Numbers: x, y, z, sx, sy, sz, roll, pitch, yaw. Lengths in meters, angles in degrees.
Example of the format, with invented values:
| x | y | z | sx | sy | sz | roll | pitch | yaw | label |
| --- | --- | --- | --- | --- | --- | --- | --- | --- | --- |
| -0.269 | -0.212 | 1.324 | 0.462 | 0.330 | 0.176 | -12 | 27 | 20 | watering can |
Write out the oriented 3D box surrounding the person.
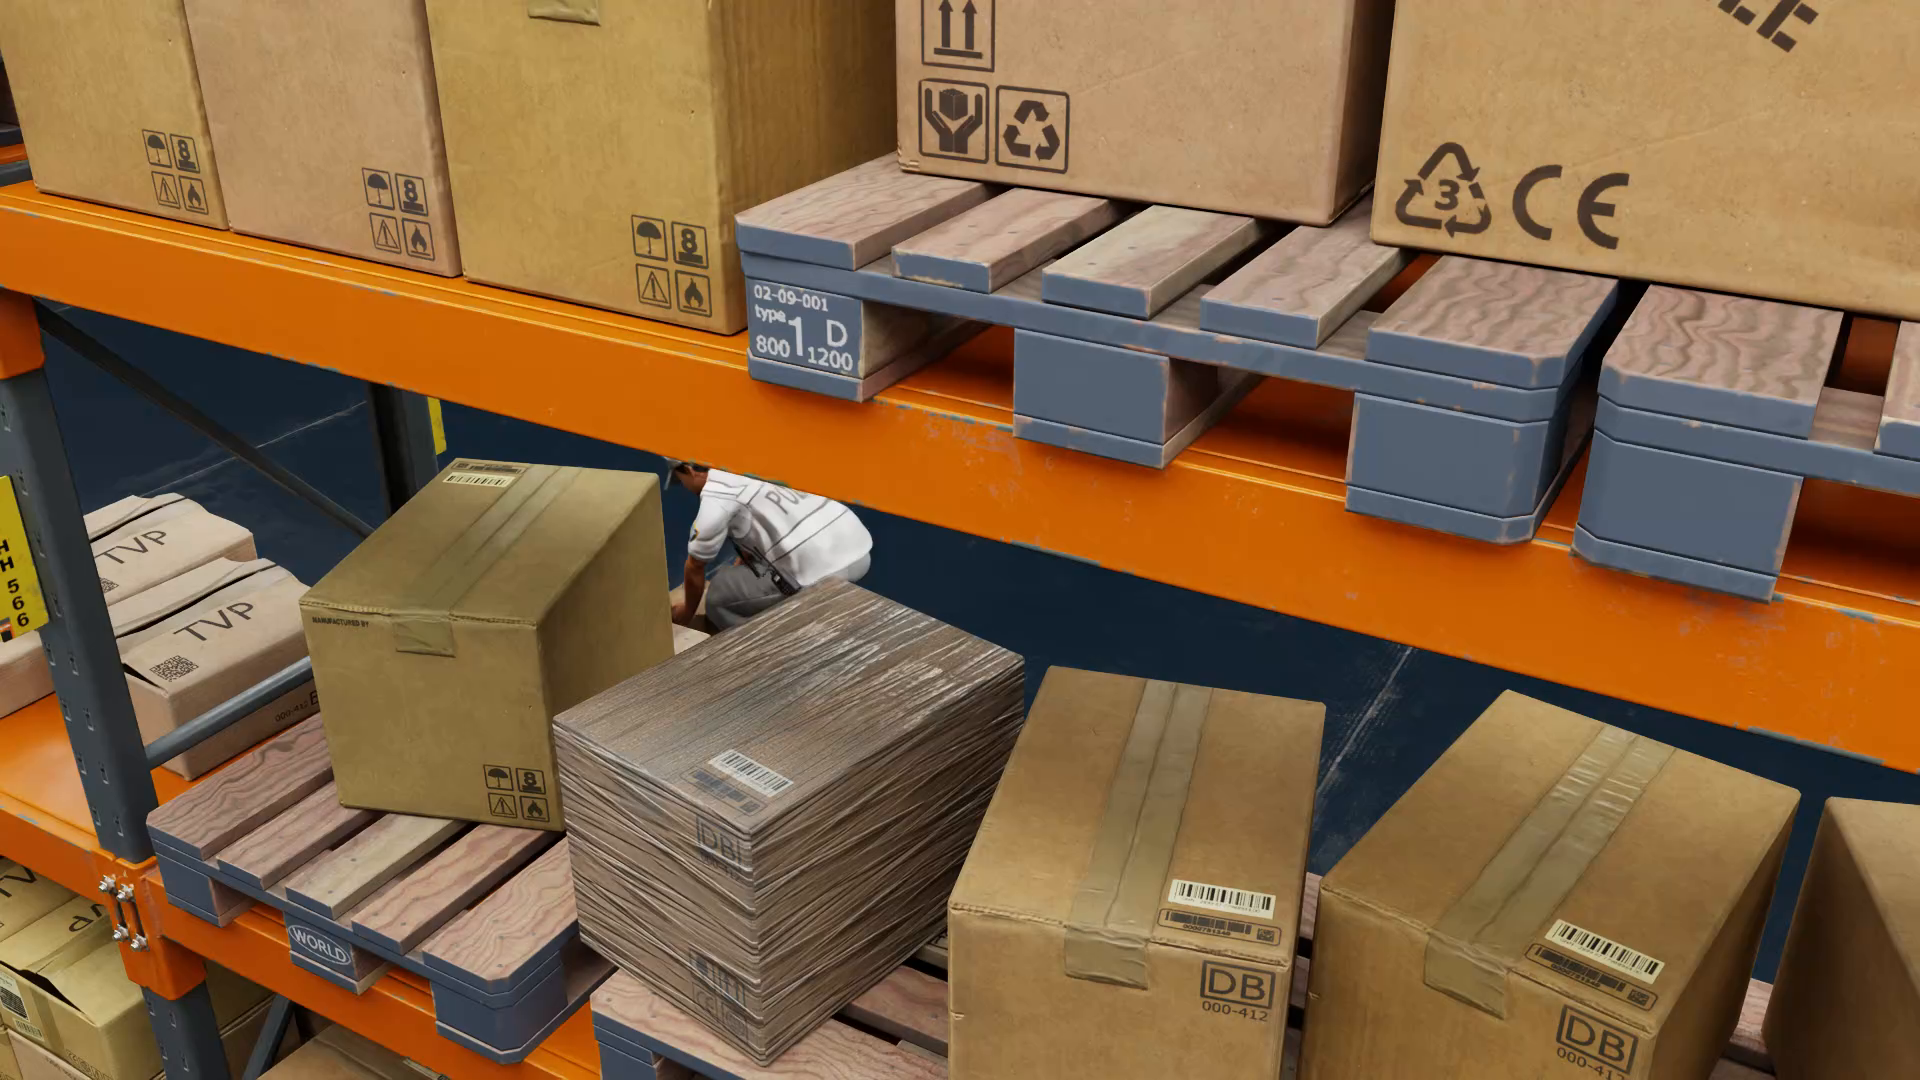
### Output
| x | y | z | sx | sy | sz | roll | pitch | yaw | label |
| --- | --- | --- | --- | --- | --- | --- | --- | --- | --- |
| -0.778 | 0.092 | 6.659 | 0.843 | 1.016 | 0.530 | 14 | 30 | 26 | person |
